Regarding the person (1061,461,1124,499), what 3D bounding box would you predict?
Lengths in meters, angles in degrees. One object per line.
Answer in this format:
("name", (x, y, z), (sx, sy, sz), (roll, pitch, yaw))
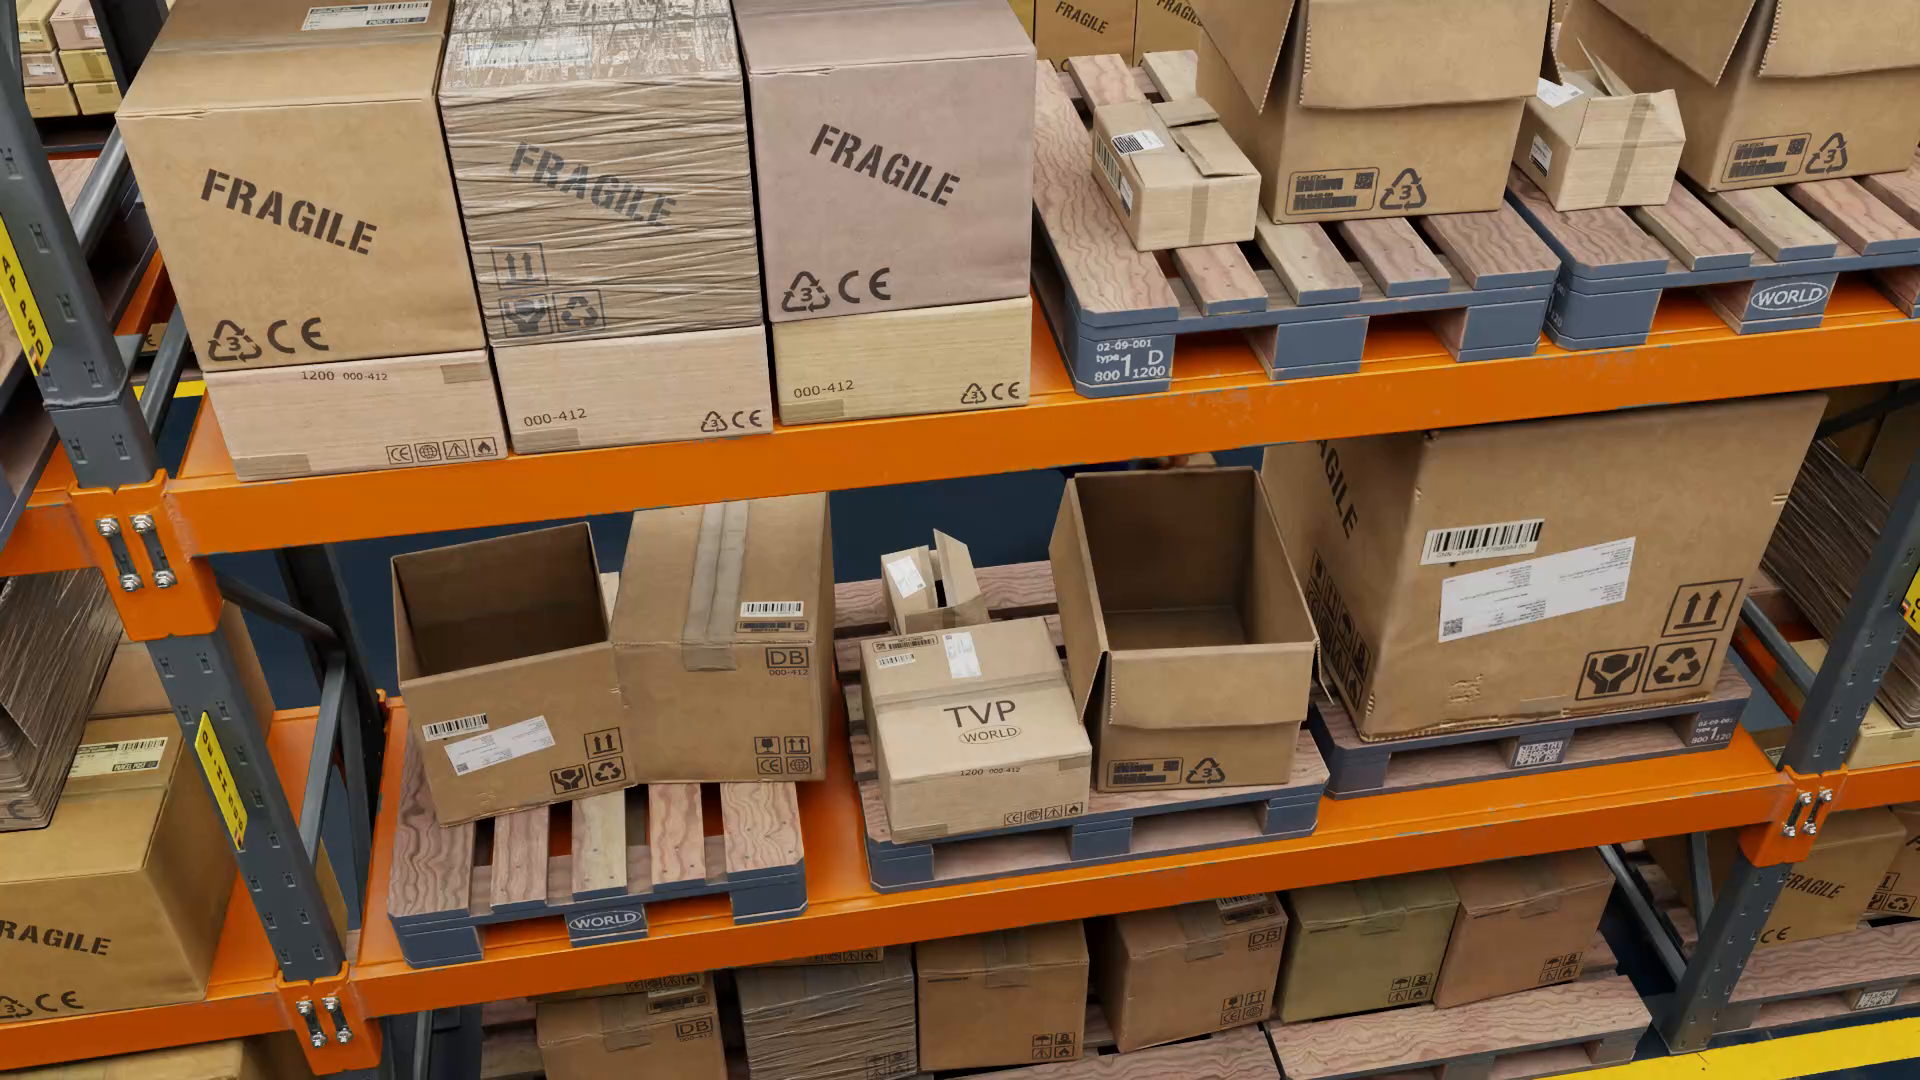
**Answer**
("person", (0.612, -0.509, 6.804), (0.503, 1.645, 0.442), (-6, 39, -8))
